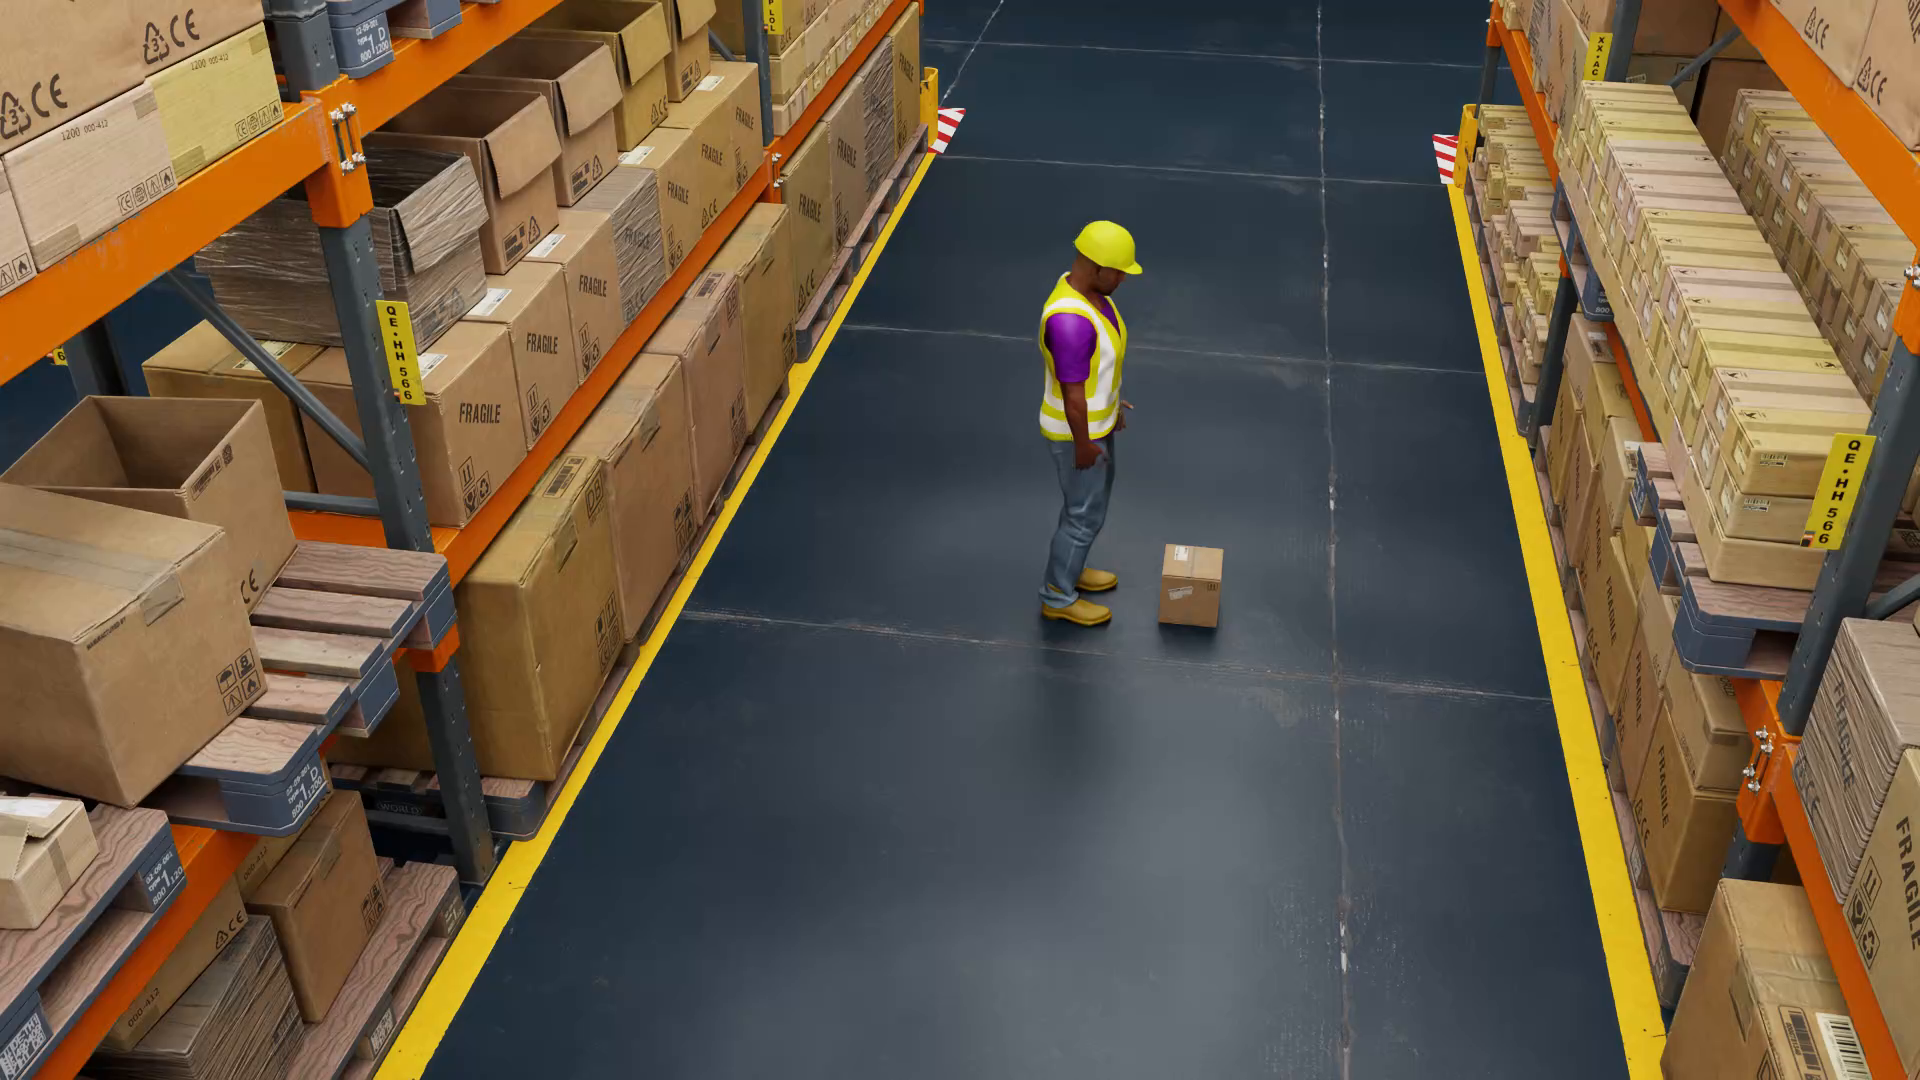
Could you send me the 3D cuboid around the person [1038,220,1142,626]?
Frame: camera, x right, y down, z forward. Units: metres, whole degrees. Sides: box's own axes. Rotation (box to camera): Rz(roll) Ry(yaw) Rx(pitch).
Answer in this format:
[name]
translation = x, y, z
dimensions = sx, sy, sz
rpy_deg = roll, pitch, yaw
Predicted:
[person]
translation = 0.524, -0.493, 6.910
dimensions = 0.384, 1.751, 0.573
rpy_deg = 6, 33, 9
